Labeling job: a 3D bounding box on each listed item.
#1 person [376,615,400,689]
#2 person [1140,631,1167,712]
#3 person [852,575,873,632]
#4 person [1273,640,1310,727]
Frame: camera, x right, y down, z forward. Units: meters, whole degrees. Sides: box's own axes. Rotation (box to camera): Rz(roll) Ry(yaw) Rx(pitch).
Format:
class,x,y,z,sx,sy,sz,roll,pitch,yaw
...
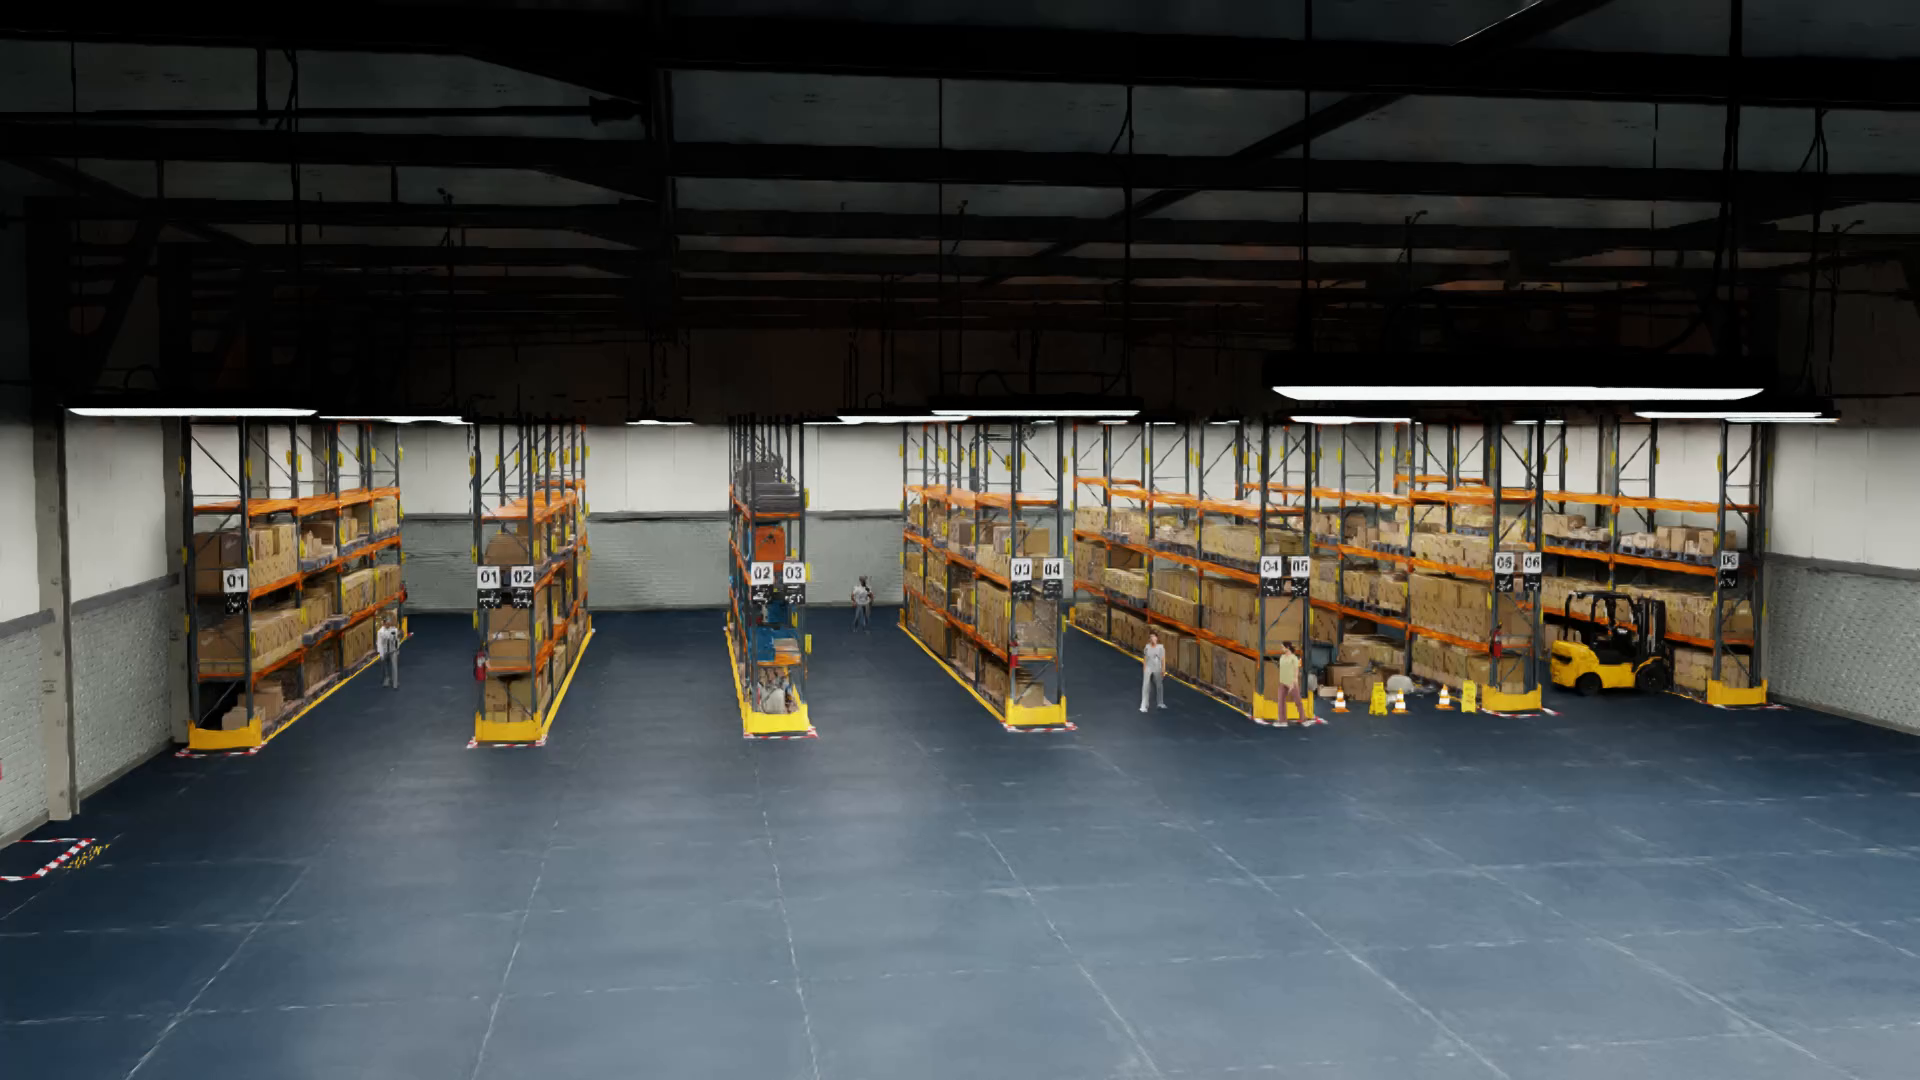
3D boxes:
class,x,y,z,sx,sy,sz,roll,pitch,yaw
person,-12.486,2.426,36.311,0.482,1.622,0.994,-1,4,-18
person,3.904,2.634,33.521,0.482,1.621,0.949,1,4,14
person,-2.716,1.772,46.278,0.592,1.629,0.532,-1,4,-12
person,6.351,2.736,31.728,0.601,1.667,0.620,-4,5,-44
